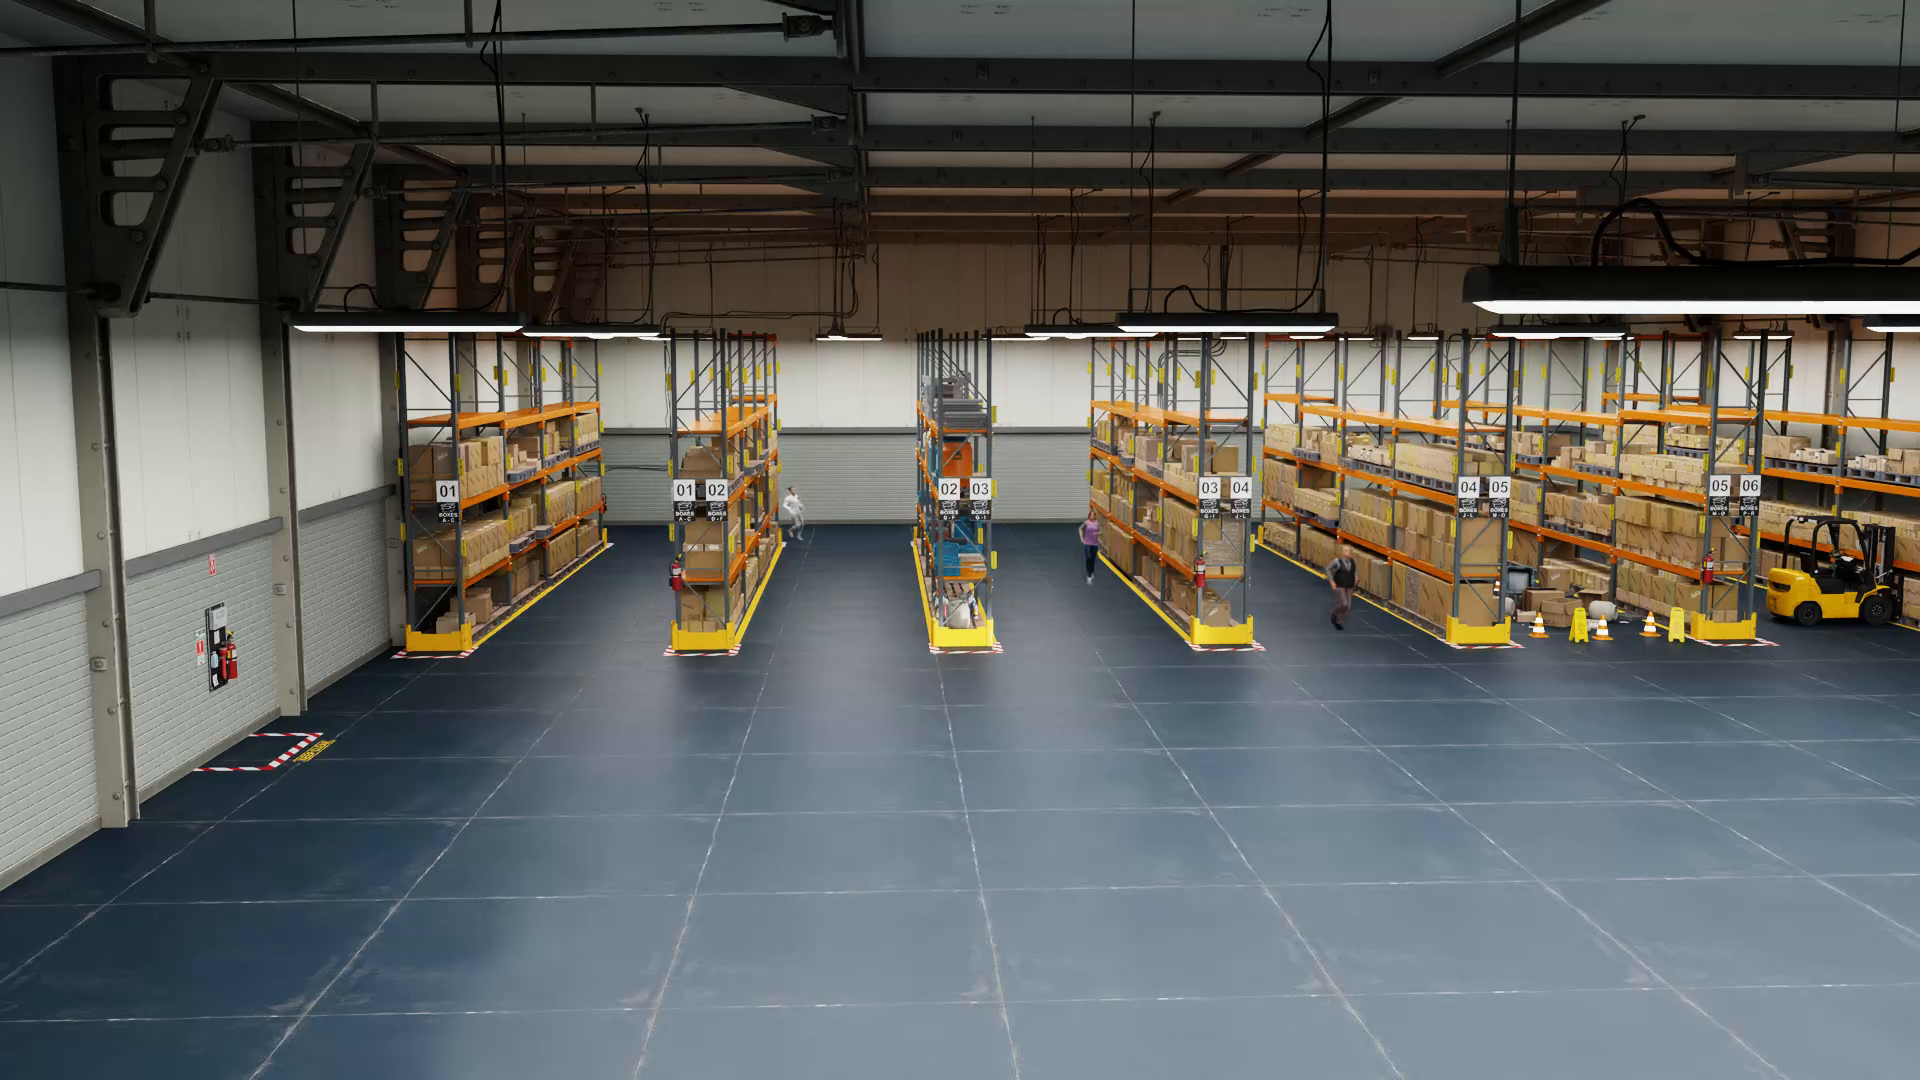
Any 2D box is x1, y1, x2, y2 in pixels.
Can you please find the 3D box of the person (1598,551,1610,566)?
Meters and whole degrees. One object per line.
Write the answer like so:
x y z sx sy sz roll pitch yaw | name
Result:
16.277 0.003 41.695 0.664 1.663 0.554 -1 7 -5 | person

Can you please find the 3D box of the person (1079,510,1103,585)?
3.010 0.154 38.085 0.511 1.670 0.700 -1 7 -8 | person

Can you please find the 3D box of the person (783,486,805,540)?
-4.819 -0.786 48.507 0.522 1.624 0.622 5 8 37 | person

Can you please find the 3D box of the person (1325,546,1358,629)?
7.721 0.965 33.350 0.665 1.679 0.569 -2 7 -19 | person
